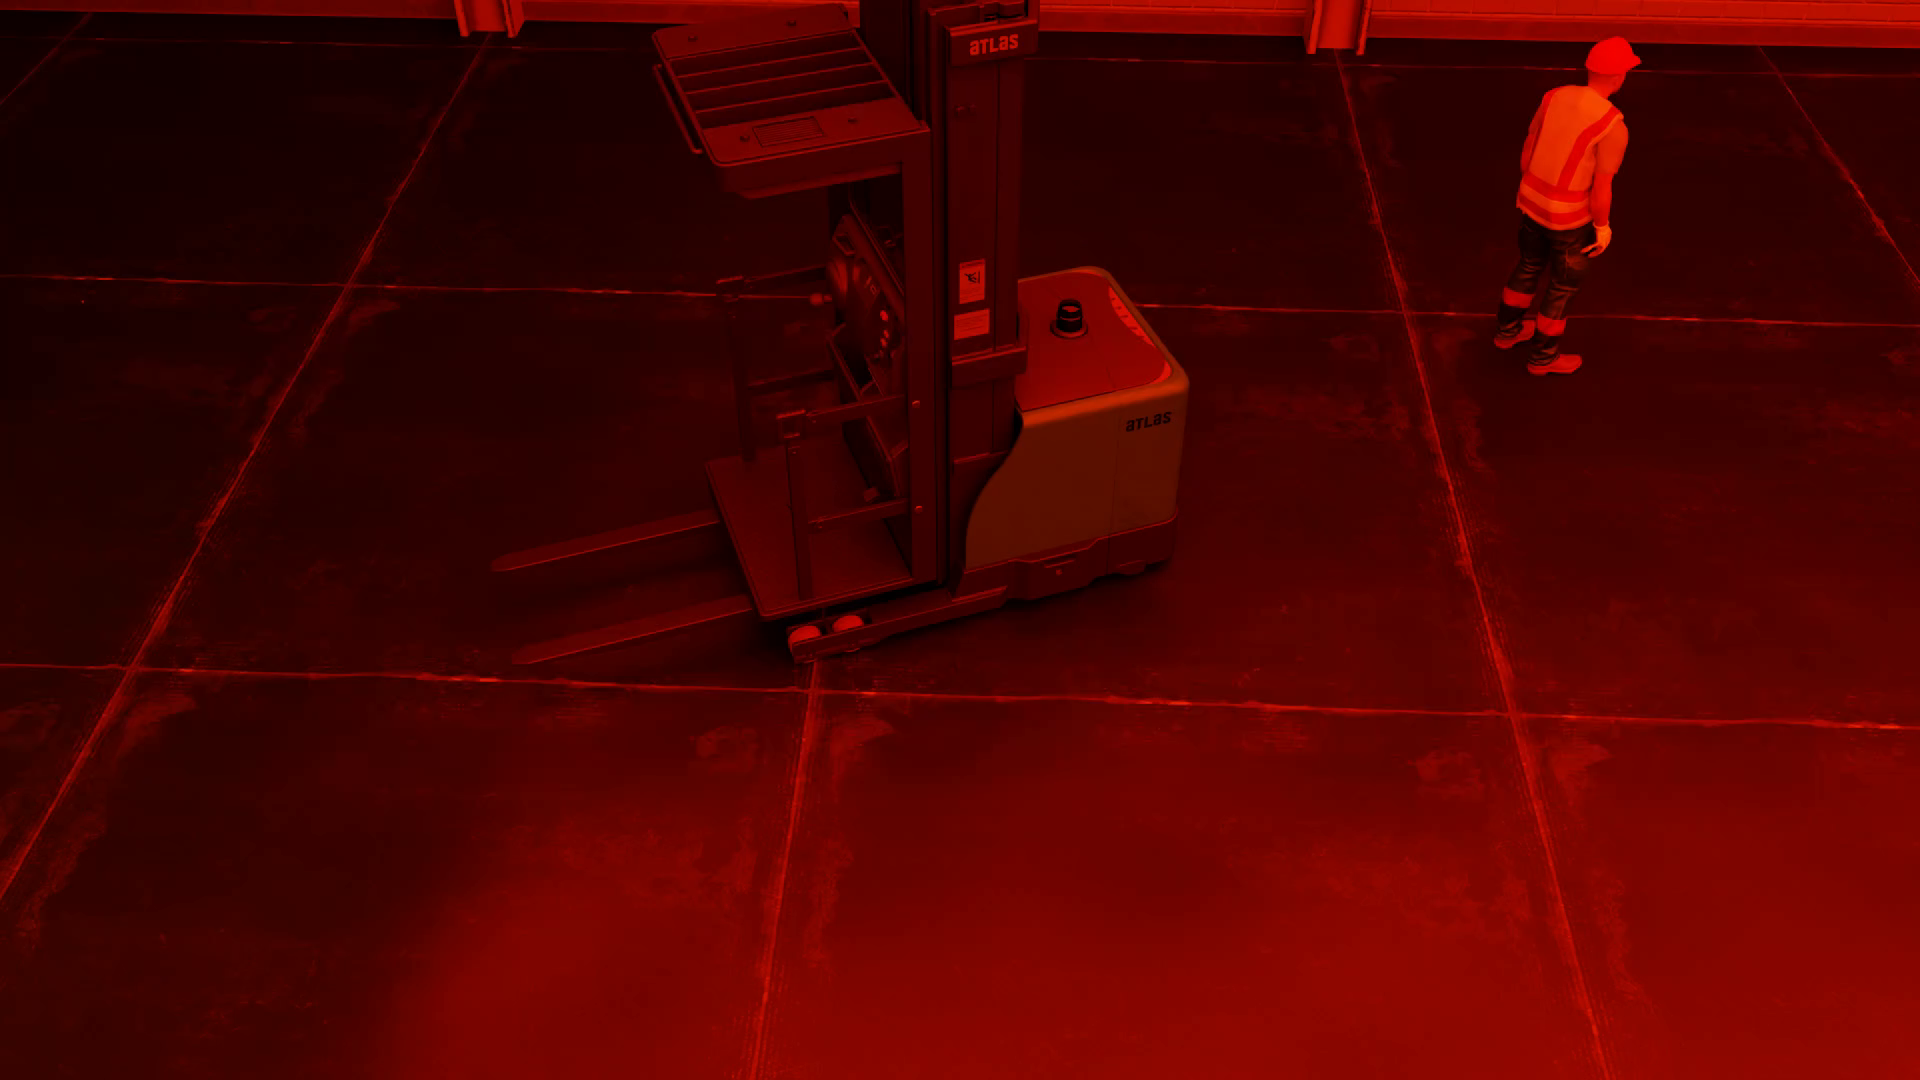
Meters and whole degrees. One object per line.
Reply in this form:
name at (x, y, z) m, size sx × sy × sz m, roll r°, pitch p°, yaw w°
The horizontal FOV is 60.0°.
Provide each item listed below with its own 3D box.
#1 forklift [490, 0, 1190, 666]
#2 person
forklift at (-0.573, -0.945, 6.778) m, size 3.031 × 2.935 × 1.130 m, roll -13°, pitch 44°, yaw -14°
person at (3.071, -1.684, 8.446) m, size 0.454 × 1.777 × 0.608 m, roll -19°, pitch 46°, yaw -20°
